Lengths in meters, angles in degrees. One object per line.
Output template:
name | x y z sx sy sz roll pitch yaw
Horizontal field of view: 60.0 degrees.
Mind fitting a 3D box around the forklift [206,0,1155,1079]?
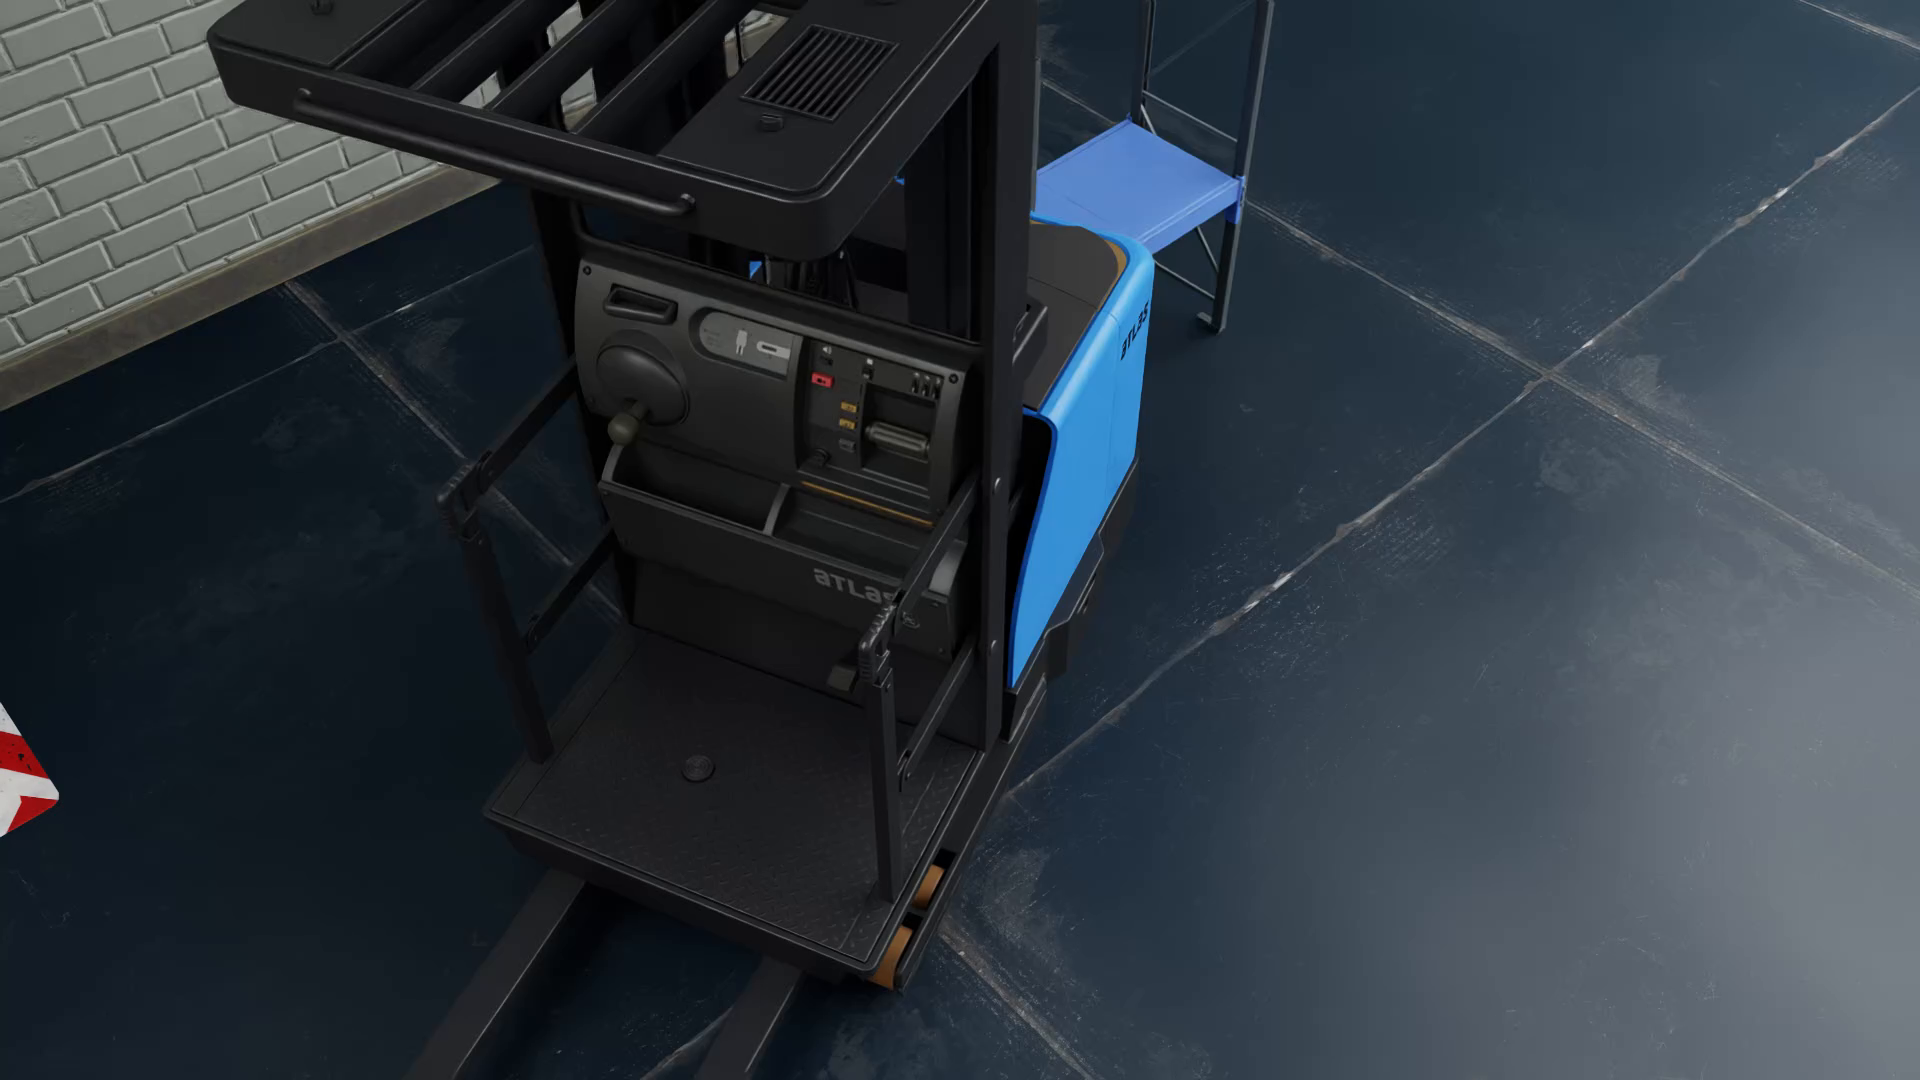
forklift | -0.510 -0.231 3.469 1.130 2.935 3.031 18 50 16

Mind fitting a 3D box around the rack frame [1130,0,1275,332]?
rack frame | 0.766 -1.393 5.515 0.032 1.500 0.500 -35 56 -28

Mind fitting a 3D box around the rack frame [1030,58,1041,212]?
rack frame | 0.031 -0.877 5.038 0.032 1.500 0.500 -35 56 -28

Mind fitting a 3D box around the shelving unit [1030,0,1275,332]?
shelving unit | 0.398 -1.135 5.277 1.048 1.500 0.538 -35 56 -28

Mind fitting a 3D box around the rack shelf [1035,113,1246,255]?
rack shelf | 0.398 -1.013 5.409 1.000 0.185 0.538 -35 56 -28
